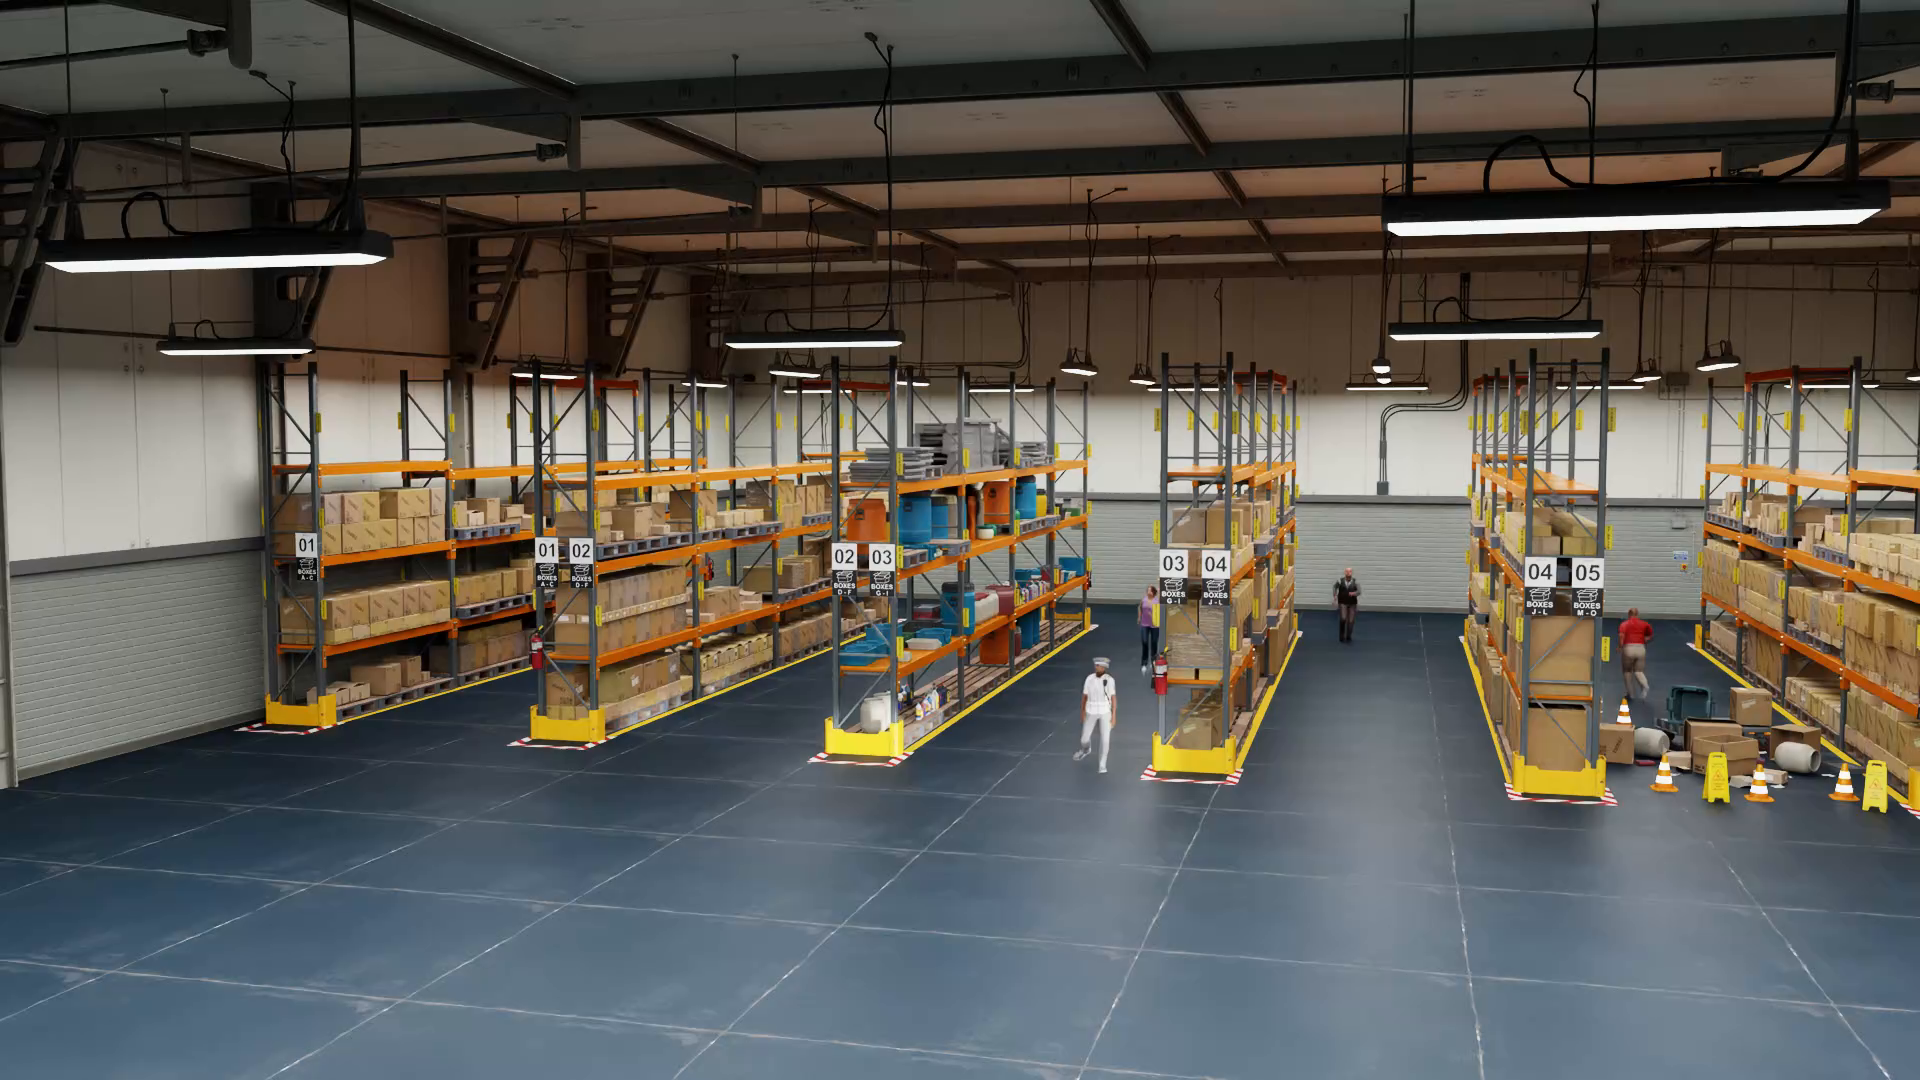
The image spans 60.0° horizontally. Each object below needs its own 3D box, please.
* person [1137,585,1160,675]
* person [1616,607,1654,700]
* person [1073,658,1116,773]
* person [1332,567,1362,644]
[{"bbox_3d":[3.612,1.702,31.655,0.493,1.693,0.689,1,4,12],"label":"person"},{"bbox_3d":[12.227,2.062,30.080,0.658,1.675,0.776,0,4,5],"label":"person"},{"bbox_3d":[1.932,2.486,23.922,0.669,1.655,0.576,1,4,12],"label":"person"},{"bbox_3d":[8.789,1.496,37.719,0.622,1.749,0.726,0,4,6],"label":"person"}]
